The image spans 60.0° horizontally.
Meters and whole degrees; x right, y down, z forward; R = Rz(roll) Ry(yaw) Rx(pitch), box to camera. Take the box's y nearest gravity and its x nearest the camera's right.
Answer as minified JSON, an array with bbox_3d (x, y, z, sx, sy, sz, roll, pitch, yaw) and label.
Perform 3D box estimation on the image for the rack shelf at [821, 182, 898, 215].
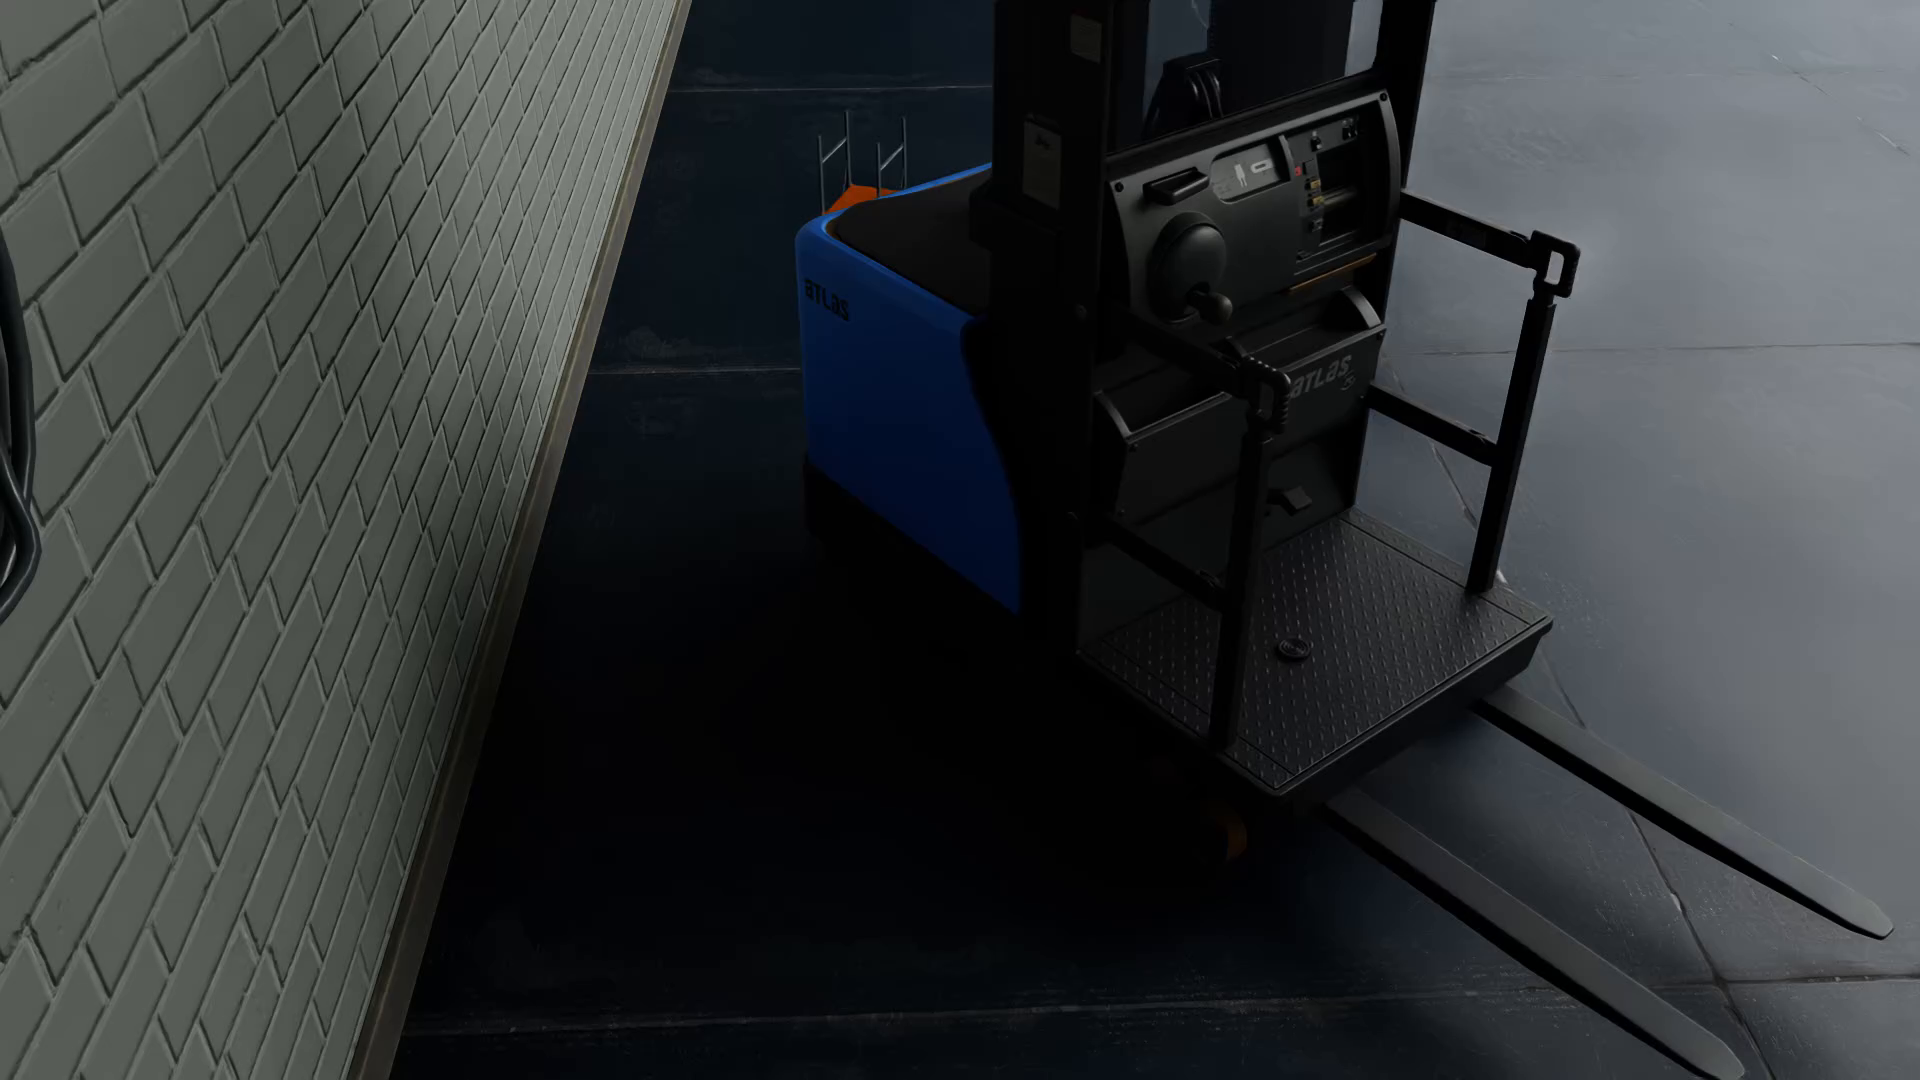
[{"bbox_3d":[-0.290,-0.985,5.064,0.180,0.103,0.258,10,36,15],"label":"rack shelf"}]

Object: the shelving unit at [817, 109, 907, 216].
[{"bbox_3d":[-0.290,-0.725,5.243,0.189,1.200,0.258,10,36,15],"label":"shelving unit"}]

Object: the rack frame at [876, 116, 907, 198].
[{"bbox_3d":[-0.203,-0.709,5.220,0.006,1.200,0.240,10,36,15],"label":"rack frame"}]

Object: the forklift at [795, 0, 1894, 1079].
[{"bbox_3d":[0.837,-0.728,3.726,1.130,2.935,3.031,-25,42,-31],"label":"forklift"}]

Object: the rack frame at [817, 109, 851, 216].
[{"bbox_3d":[-0.377,-0.741,5.267,0.006,1.200,0.240,10,36,15],"label":"rack frame"}]

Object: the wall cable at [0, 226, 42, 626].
[{"bbox_3d":[-1.115,-0.200,0.360,0.112,2.526,3.097,-2,35,-2],"label":"wall cable"}]
